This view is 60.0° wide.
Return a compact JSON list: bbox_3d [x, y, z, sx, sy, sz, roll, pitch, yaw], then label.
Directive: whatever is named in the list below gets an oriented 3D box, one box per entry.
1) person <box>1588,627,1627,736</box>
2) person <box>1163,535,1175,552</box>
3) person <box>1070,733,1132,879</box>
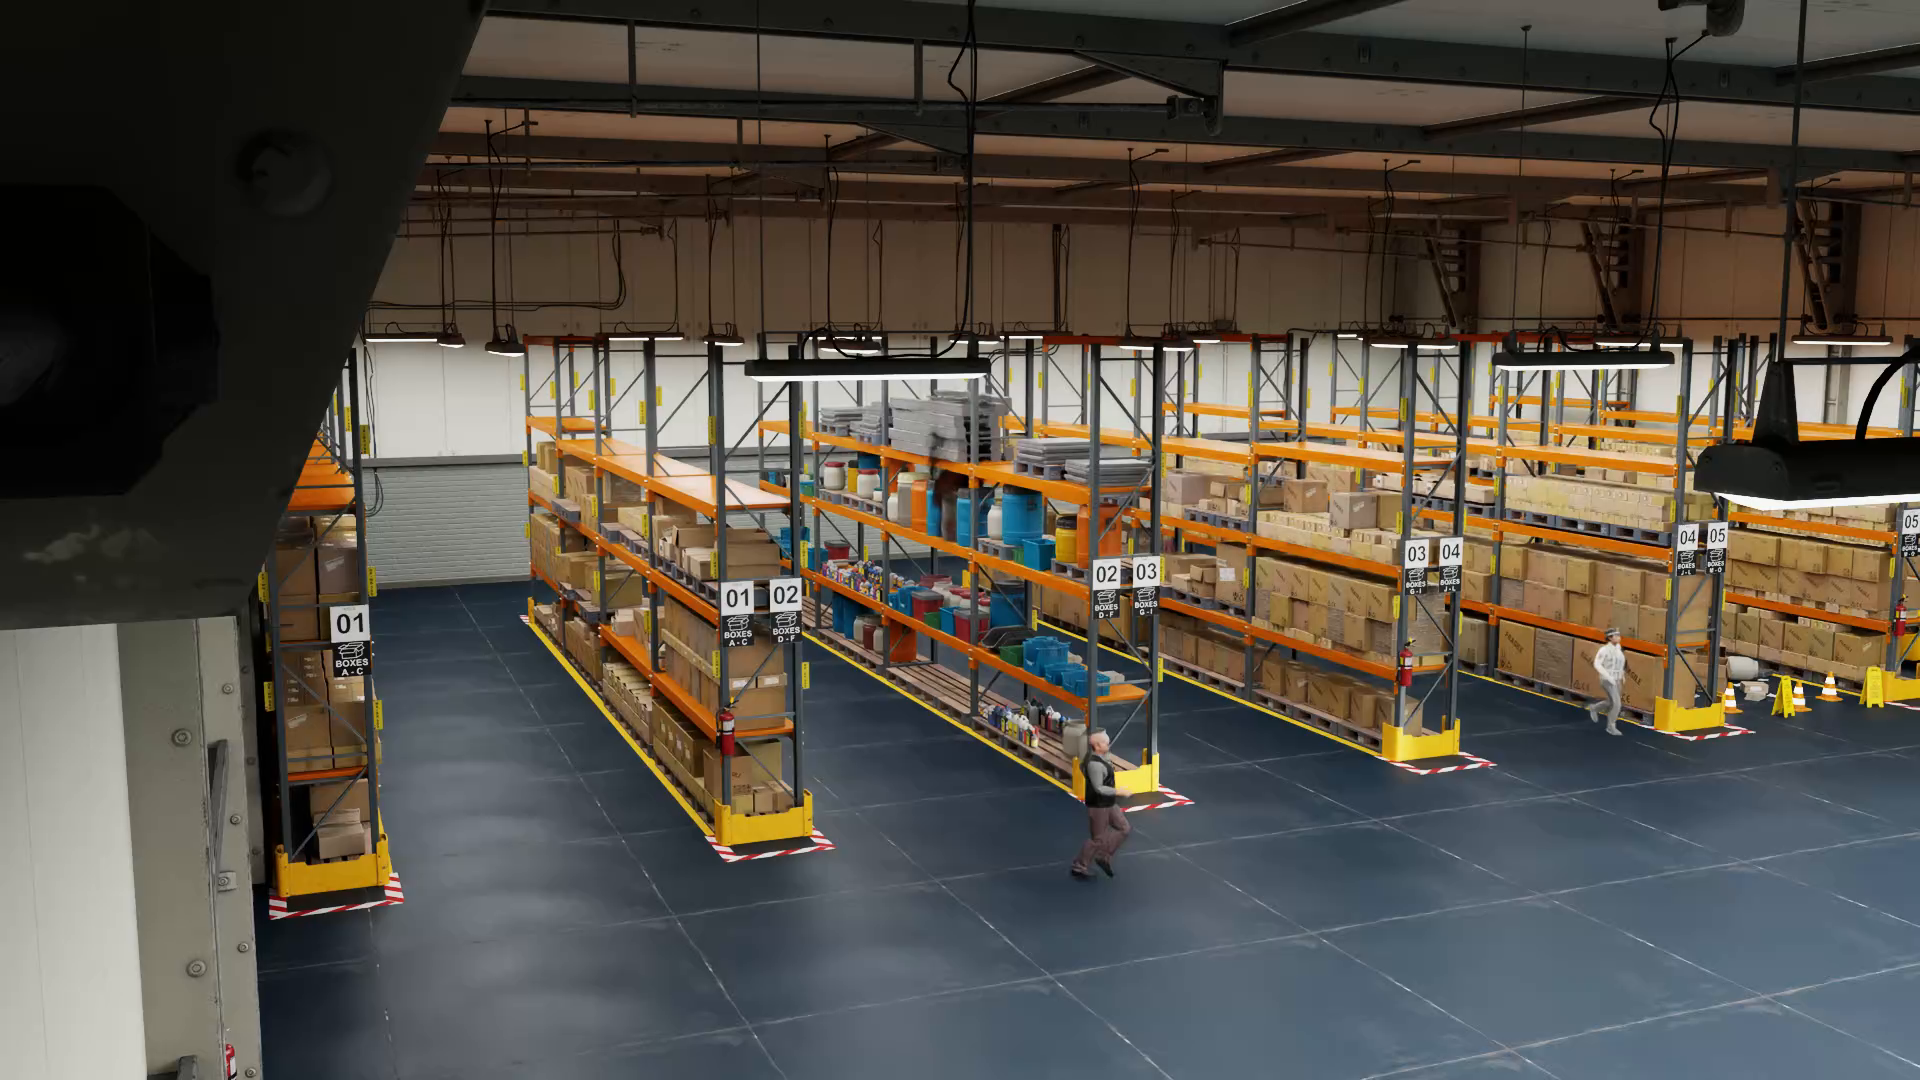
[{"bbox_3d":[9.932,2.132,25.547,0.633,1.666,0.652,-6,9,-36],"label":"person"},{"bbox_3d":[5.294,-0.007,41.520,0.780,1.639,0.581,-4,9,-29],"label":"person"},{"bbox_3d":[1.601,3.009,18.813,0.686,1.712,0.667,1,8,9],"label":"person"}]
